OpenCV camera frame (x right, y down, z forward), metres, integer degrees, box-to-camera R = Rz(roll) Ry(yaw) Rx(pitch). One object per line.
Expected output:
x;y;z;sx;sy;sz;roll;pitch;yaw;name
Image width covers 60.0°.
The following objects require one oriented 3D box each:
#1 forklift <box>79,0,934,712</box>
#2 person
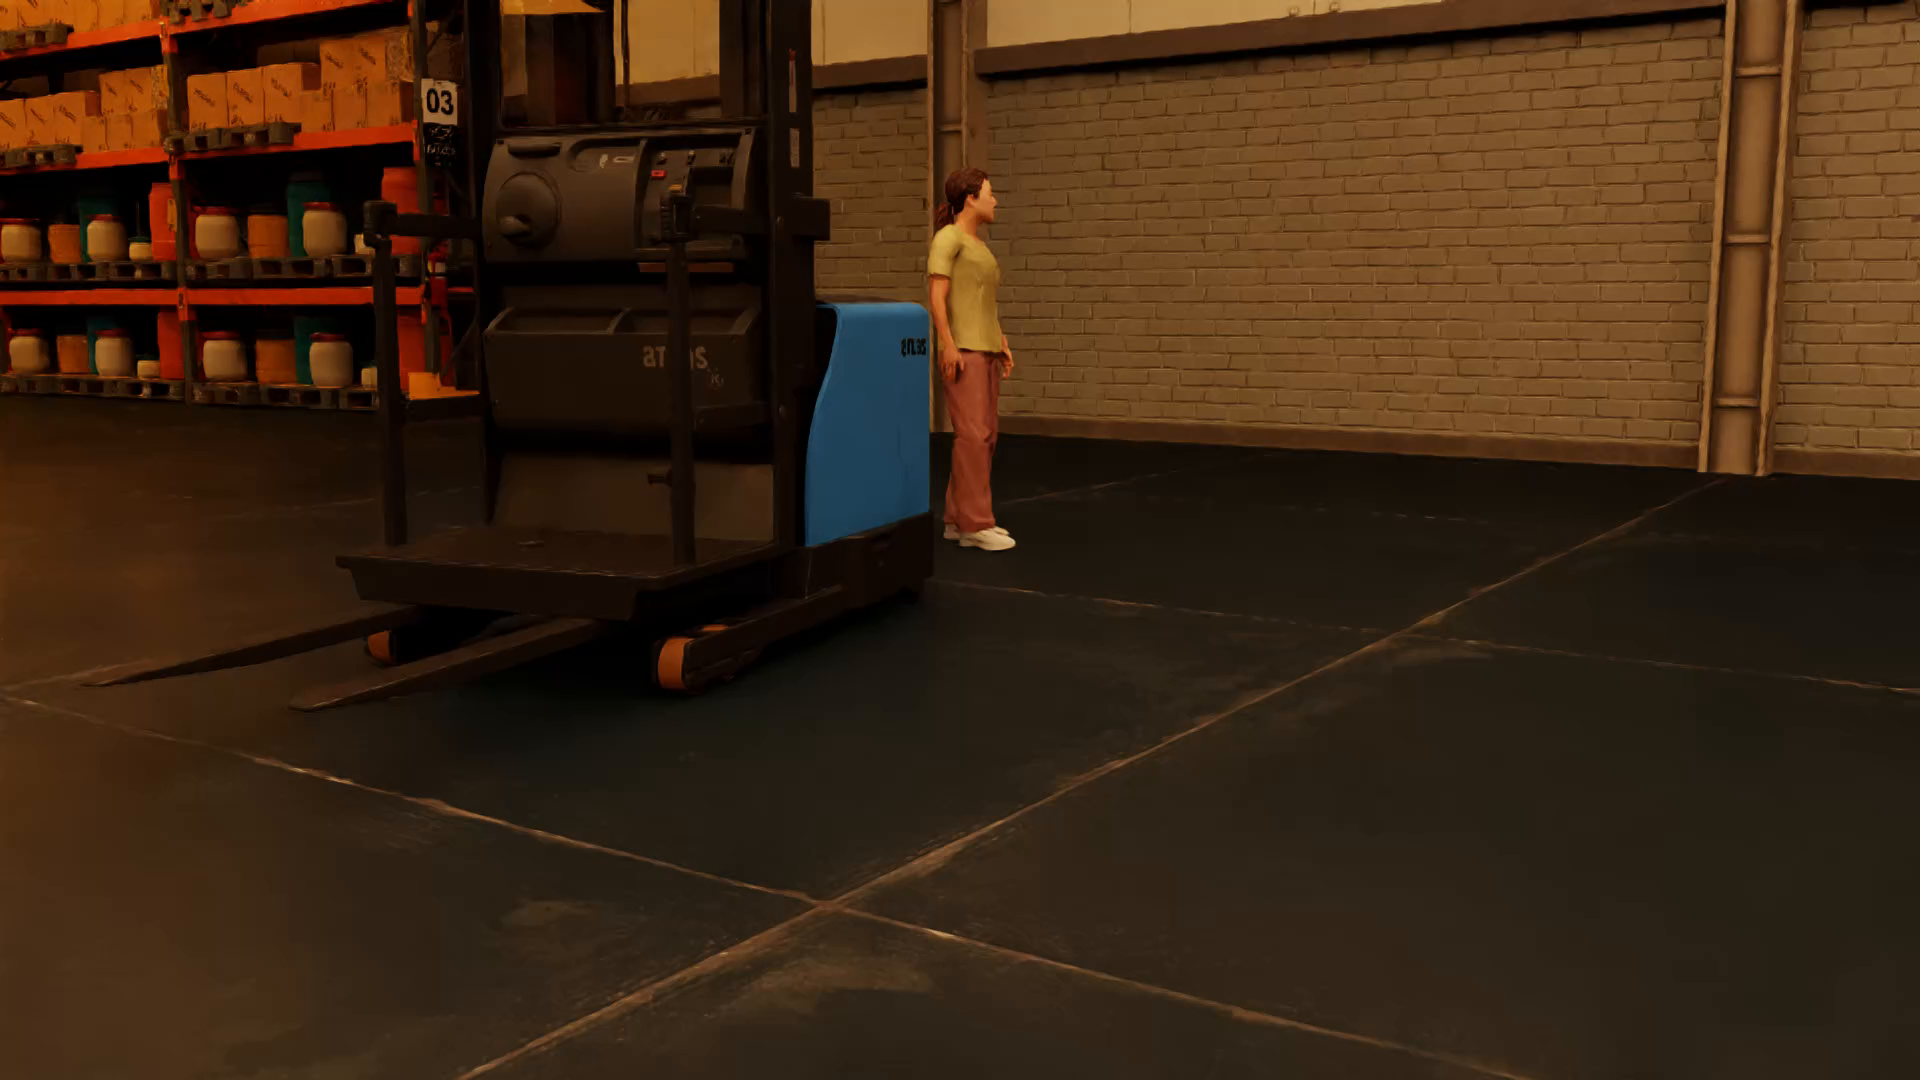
-1.119;-1.089;4.850;1.130;2.935;3.031;3;9;22;forklift
0.100;-0.818;7.454;0.485;1.664;0.597;3;9;19;person
